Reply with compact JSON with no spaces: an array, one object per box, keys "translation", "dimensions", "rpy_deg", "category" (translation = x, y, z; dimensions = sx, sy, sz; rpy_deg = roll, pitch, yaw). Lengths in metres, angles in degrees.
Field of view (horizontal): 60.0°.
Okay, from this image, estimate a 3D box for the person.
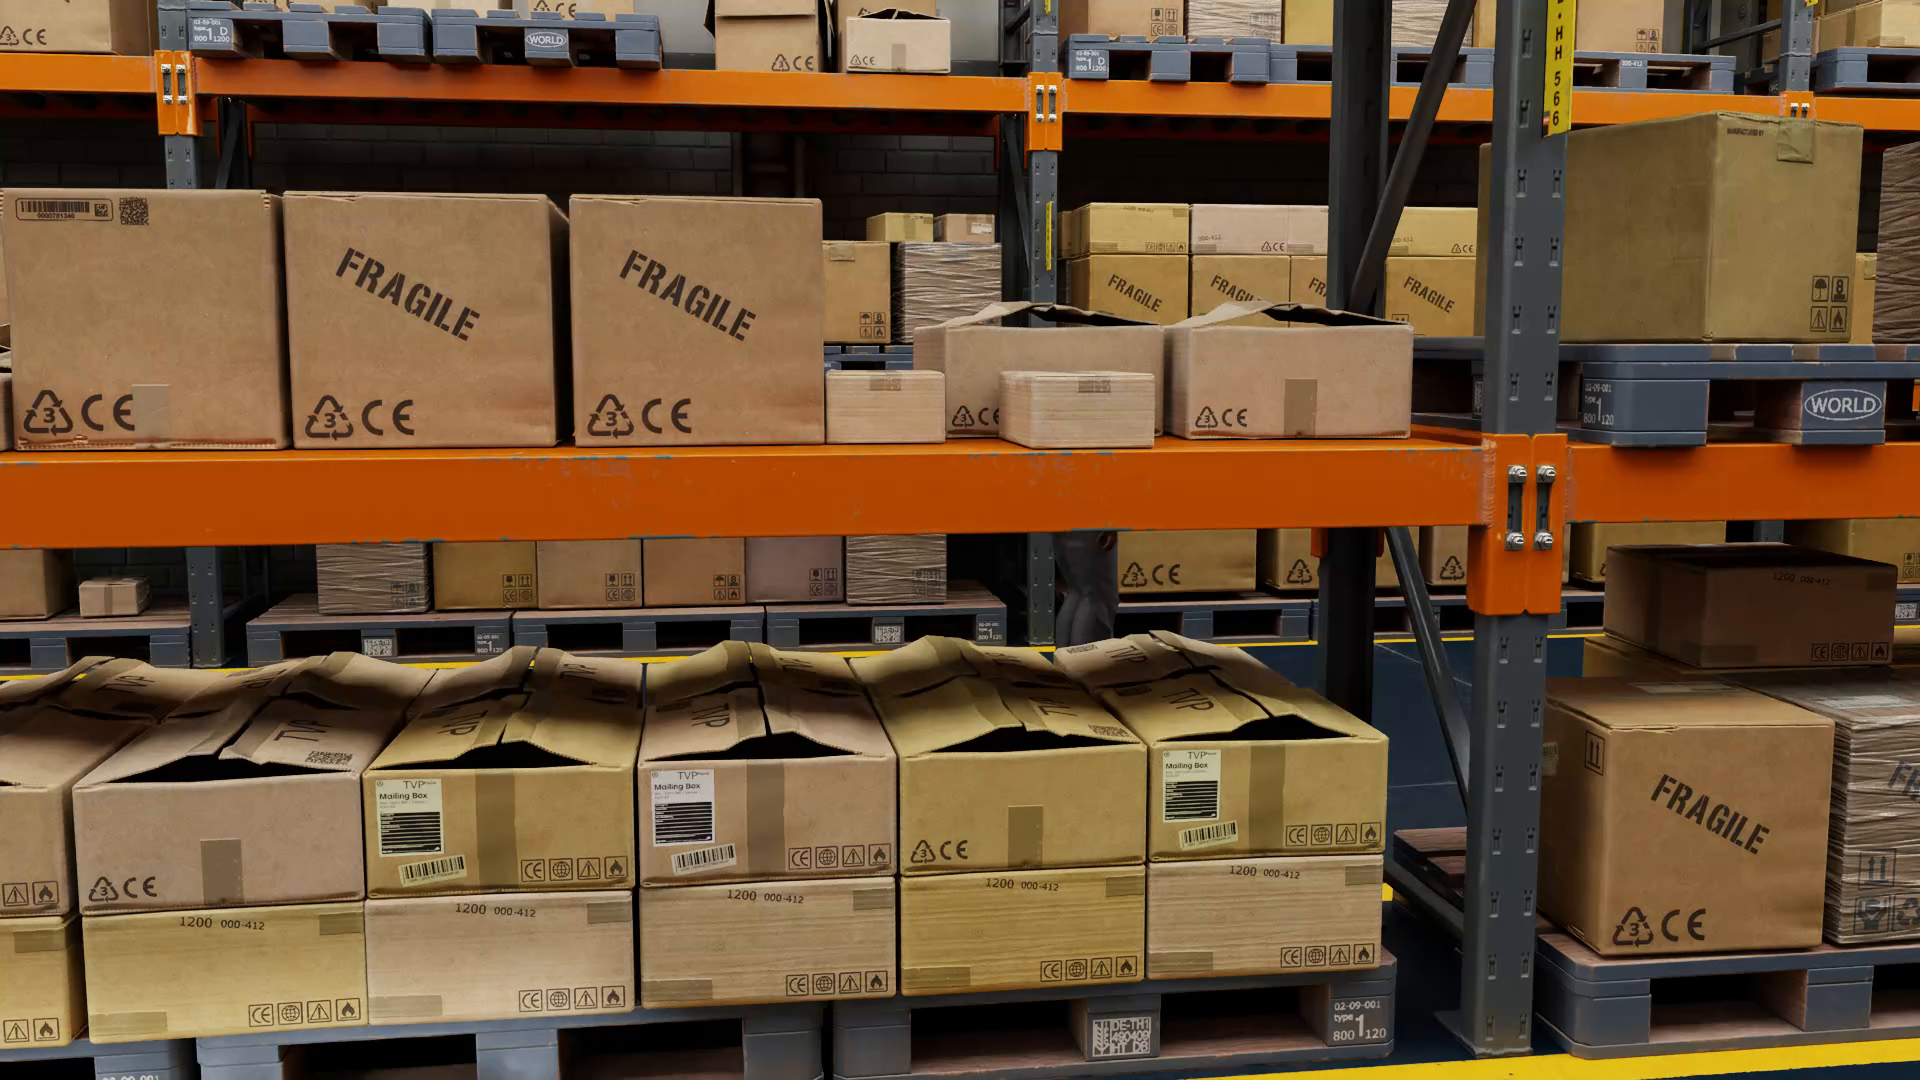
[{"translation":[0.529,-0.116,6.870],"dimensions":[0.352,1.654,0.530],"rpy_deg":[-1,7,-12],"category":"person"}]
